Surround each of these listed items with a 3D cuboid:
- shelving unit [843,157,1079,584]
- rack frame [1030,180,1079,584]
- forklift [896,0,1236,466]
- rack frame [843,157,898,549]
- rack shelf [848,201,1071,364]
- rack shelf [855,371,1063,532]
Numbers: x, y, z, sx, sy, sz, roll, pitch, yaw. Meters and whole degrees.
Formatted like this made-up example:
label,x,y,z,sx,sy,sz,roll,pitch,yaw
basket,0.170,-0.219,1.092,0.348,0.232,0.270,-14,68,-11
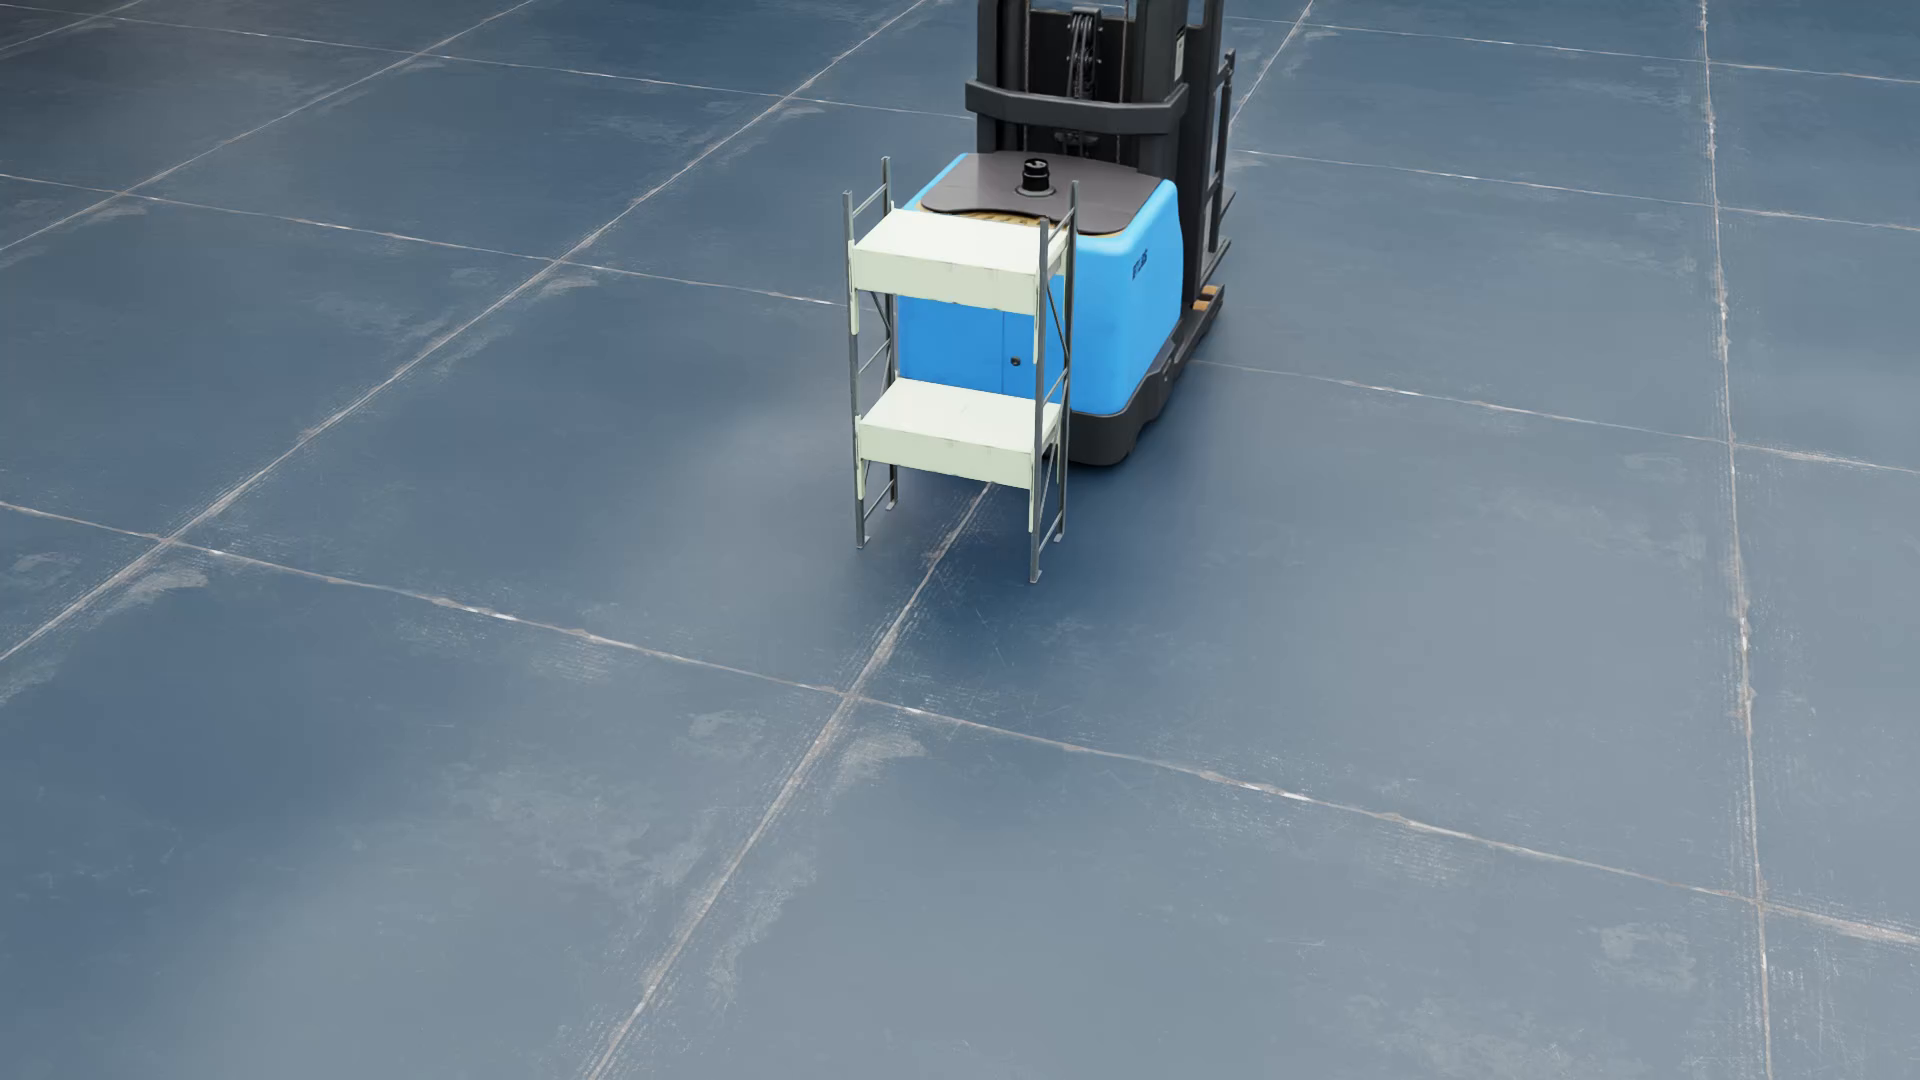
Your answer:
label,x,y,z,sx,sy,sz,roll,pitch,yaw
shelving unit,0.006,-0.629,6.341,0.755,1.500,0.431,11,34,16
rack frame,0.351,-0.562,6.238,0.023,1.500,0.400,11,34,16
forklift,0.711,-2.340,7.672,1.130,2.935,3.031,12,35,17
rack frame,-0.338,-0.696,6.445,0.023,1.500,0.400,11,34,16
rack shelf,0.006,-0.957,6.130,0.720,0.370,0.431,11,34,16
rack shelf,0.006,-0.355,6.518,0.720,0.370,0.431,11,34,16
